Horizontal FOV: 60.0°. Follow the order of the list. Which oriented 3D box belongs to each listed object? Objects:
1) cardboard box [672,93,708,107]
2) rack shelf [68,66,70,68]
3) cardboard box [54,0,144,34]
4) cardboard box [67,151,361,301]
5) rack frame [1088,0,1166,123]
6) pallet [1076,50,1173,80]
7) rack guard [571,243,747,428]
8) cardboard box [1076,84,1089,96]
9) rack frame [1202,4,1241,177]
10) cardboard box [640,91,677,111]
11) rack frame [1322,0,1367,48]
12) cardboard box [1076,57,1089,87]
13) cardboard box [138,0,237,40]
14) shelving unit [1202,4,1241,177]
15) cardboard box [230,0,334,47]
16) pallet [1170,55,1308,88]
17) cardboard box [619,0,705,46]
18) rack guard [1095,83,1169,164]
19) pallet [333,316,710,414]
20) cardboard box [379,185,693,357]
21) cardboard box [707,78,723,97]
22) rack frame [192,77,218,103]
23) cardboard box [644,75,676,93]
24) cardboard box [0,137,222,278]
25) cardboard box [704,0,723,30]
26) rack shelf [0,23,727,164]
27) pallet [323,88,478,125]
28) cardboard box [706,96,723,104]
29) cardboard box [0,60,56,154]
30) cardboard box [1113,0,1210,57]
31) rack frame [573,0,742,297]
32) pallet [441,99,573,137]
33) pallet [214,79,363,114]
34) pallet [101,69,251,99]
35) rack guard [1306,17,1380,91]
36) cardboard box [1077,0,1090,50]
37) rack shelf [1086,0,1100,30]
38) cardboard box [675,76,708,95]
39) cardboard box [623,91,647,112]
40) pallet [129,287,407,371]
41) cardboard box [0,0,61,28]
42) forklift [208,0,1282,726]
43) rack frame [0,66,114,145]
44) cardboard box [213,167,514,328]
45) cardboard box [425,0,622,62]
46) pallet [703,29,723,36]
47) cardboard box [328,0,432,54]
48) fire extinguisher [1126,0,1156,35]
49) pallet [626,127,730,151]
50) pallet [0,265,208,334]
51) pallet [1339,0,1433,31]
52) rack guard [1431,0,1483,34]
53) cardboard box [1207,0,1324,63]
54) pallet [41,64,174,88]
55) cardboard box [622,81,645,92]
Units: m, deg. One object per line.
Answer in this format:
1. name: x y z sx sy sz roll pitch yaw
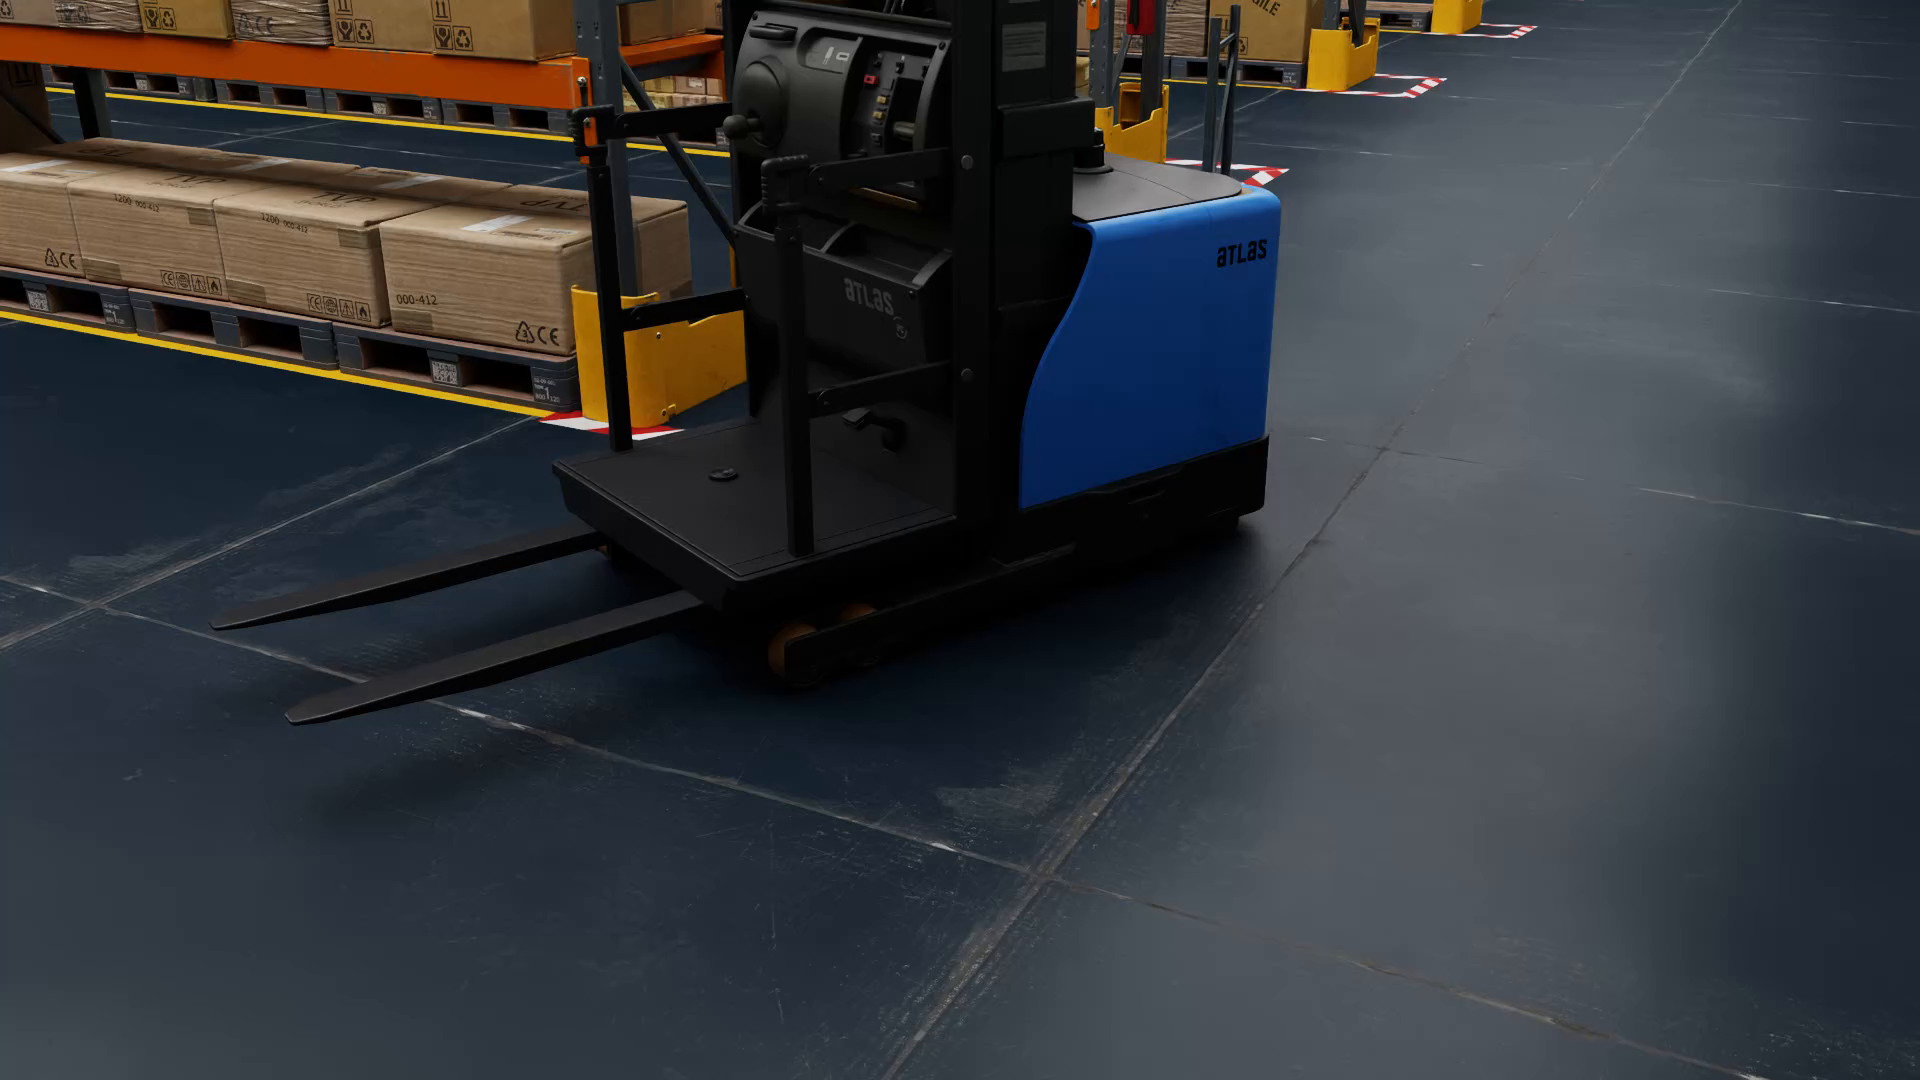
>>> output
1. cardboard box: -1.837 -3.113 11.844 0.250 0.149 0.380 11 25 24
2. rack shelf: -6.428 -2.757 8.819 4.000 0.370 1.077 11 25 25
3. cardboard box: -3.454 -2.426 6.994 0.500 0.500 0.500 11 26 25
4. cardboard box: -3.332 -1.443 7.547 0.875 0.438 0.875 10 25 23
5. rack frame: 1.070 -3.775 10.294 0.127 3.000 1.000 11 25 25
6. pallet: 1.564 -4.536 15.646 1.213 0.211 1.003 11 25 25
7. rack guard: -1.052 -0.874 6.666 0.348 0.500 1.175 11 25 25
8. cardboard box: 0.718 -2.975 11.140 0.250 0.149 0.380 12 26 27
9. rack frame: 0.901 -1.101 5.921 0.032 1.500 0.500 7 24 15
10. cardboard box: -2.082 -3.139 11.905 0.250 0.149 0.380 12 26 26
11. rack frame: 3.398 -5.490 14.325 0.127 3.000 1.000 11 25 25
12. cardboard box: 0.756 -3.141 11.150 0.250 0.149 0.380 10 25 22
13. cardboard box: -2.995 -2.335 6.780 0.500 0.500 0.500 12 26 26
14. shelving unit: 0.414 -1.159 6.057 1.048 1.500 0.538 7 24 15
15. cardboard box: -2.528 -2.248 6.576 0.500 0.500 0.500 12 26 26
16. pallet: 2.649 -4.320 15.139 1.213 0.211 1.003 11 25 25
17. cardboard box: -1.372 -2.259 6.602 0.500 0.500 0.500 11 25 24
18. rack guard: 1.002 -2.638 10.815 0.348 0.500 1.175 11 25 25
19. pallet: -1.822 -0.859 7.000 1.213 0.211 1.003 11 25 25
20. cardboard box: -1.708 -1.124 6.798 0.875 0.438 0.875 10 25 23
21. cardboard box: -1.581 -3.231 11.742 0.250 0.149 0.380 10 25 22
22. rack frame: -6.070 -5.188 13.616 0.127 3.000 1.000 11 25 25
23. cardboard box: -2.054 -3.310 11.928 0.250 0.149 0.380 11 26 25
24. cardboard box: -4.131 -1.601 7.918 0.875 0.438 0.875 11 25 24
25. cardboard box: -2.343 -5.828 17.301 0.875 0.875 1.225 11 26 25
26. rack shelf: -2.858 -2.051 7.158 4.000 0.370 1.077 11 25 25
27. pallet: -4.288 -3.550 13.328 1.213 0.211 1.003 11 25 25
28. cardboard box: -1.588 -3.086 11.780 0.250 0.149 0.380 11 25 23
29. cardboard box: -5.233 -2.032 8.373 0.875 0.875 0.875 12 26 26
30. cardboard box: 1.979 -4.951 15.237 0.875 0.875 0.875 11 25 25
31. rack frame: -1.073 -2.028 6.187 0.127 3.000 1.000 11 25 25
32. pallet: -3.195 -3.335 12.823 1.213 0.211 1.003 11 25 25
33. pallet: -5.373 -3.766 13.836 1.213 0.211 1.003 11 25 25
34. pallet: -6.739 -4.070 14.551 1.213 0.211 1.003 11 25 25
35. rack guard: 3.419 -4.335 14.805 0.348 0.500 1.175 11 25 25
36. cardboard box: 1.184 -5.108 15.606 0.875 0.875 0.875 11 25 25
37. rack shelf: -0.715 -3.797 11.265 4.000 0.370 1.077 11 25 25
38. cardboard box: -1.821 -3.280 11.856 0.250 0.149 0.380 11 25 24
39. cardboard box: -2.320 -3.186 12.016 0.250 0.149 0.380 10 25 22
40. pallet: -2.907 -1.075 7.508 1.213 0.211 1.003 11 25 25
41. cardboard box: -3.895 -2.516 7.206 0.500 0.500 0.500 11 26 25
42. forklift: -0.498 -1.198 4.322 3.031 2.935 1.130 -17 28 -34
43. rack frame: -4.643 -2.735 7.848 0.127 3.000 1.000 11 25 25
44. cardboard box: -2.528 -1.283 7.171 0.875 0.438 0.875 12 26 26
45. cardboard box: -1.623 -2.067 6.150 0.500 0.500 0.500 11 26 25
46. pallet: -1.987 -5.237 17.296 1.213 0.211 1.003 11 25 25
47. cardboard box: -2.064 -2.161 6.371 0.500 0.500 0.500 11 25 23
48. fire extinguisher: 1.086 -3.362 9.898 0.183 0.674 0.296 11 25 25
49. pallet: -1.885 -3.092 12.251 1.213 0.211 1.003 11 25 25
50. pallet: -4.000 -1.290 8.013 1.213 0.211 1.003 11 25 25
51. pallet: 4.914 -6.095 19.313 1.213 0.211 1.003 11 25 25
52. rack guard: 5.660 -6.069 18.883 0.348 0.500 1.175 11 25 25
53. cardboard box: 2.791 -4.790 14.859 0.875 0.875 0.875 11 25 25
54. pallet: -7.824 -4.286 15.058 1.213 0.211 1.003 11 25 25
55. cardboard box: -2.321 -3.324 11.959 0.250 0.149 0.380 12 26 27
